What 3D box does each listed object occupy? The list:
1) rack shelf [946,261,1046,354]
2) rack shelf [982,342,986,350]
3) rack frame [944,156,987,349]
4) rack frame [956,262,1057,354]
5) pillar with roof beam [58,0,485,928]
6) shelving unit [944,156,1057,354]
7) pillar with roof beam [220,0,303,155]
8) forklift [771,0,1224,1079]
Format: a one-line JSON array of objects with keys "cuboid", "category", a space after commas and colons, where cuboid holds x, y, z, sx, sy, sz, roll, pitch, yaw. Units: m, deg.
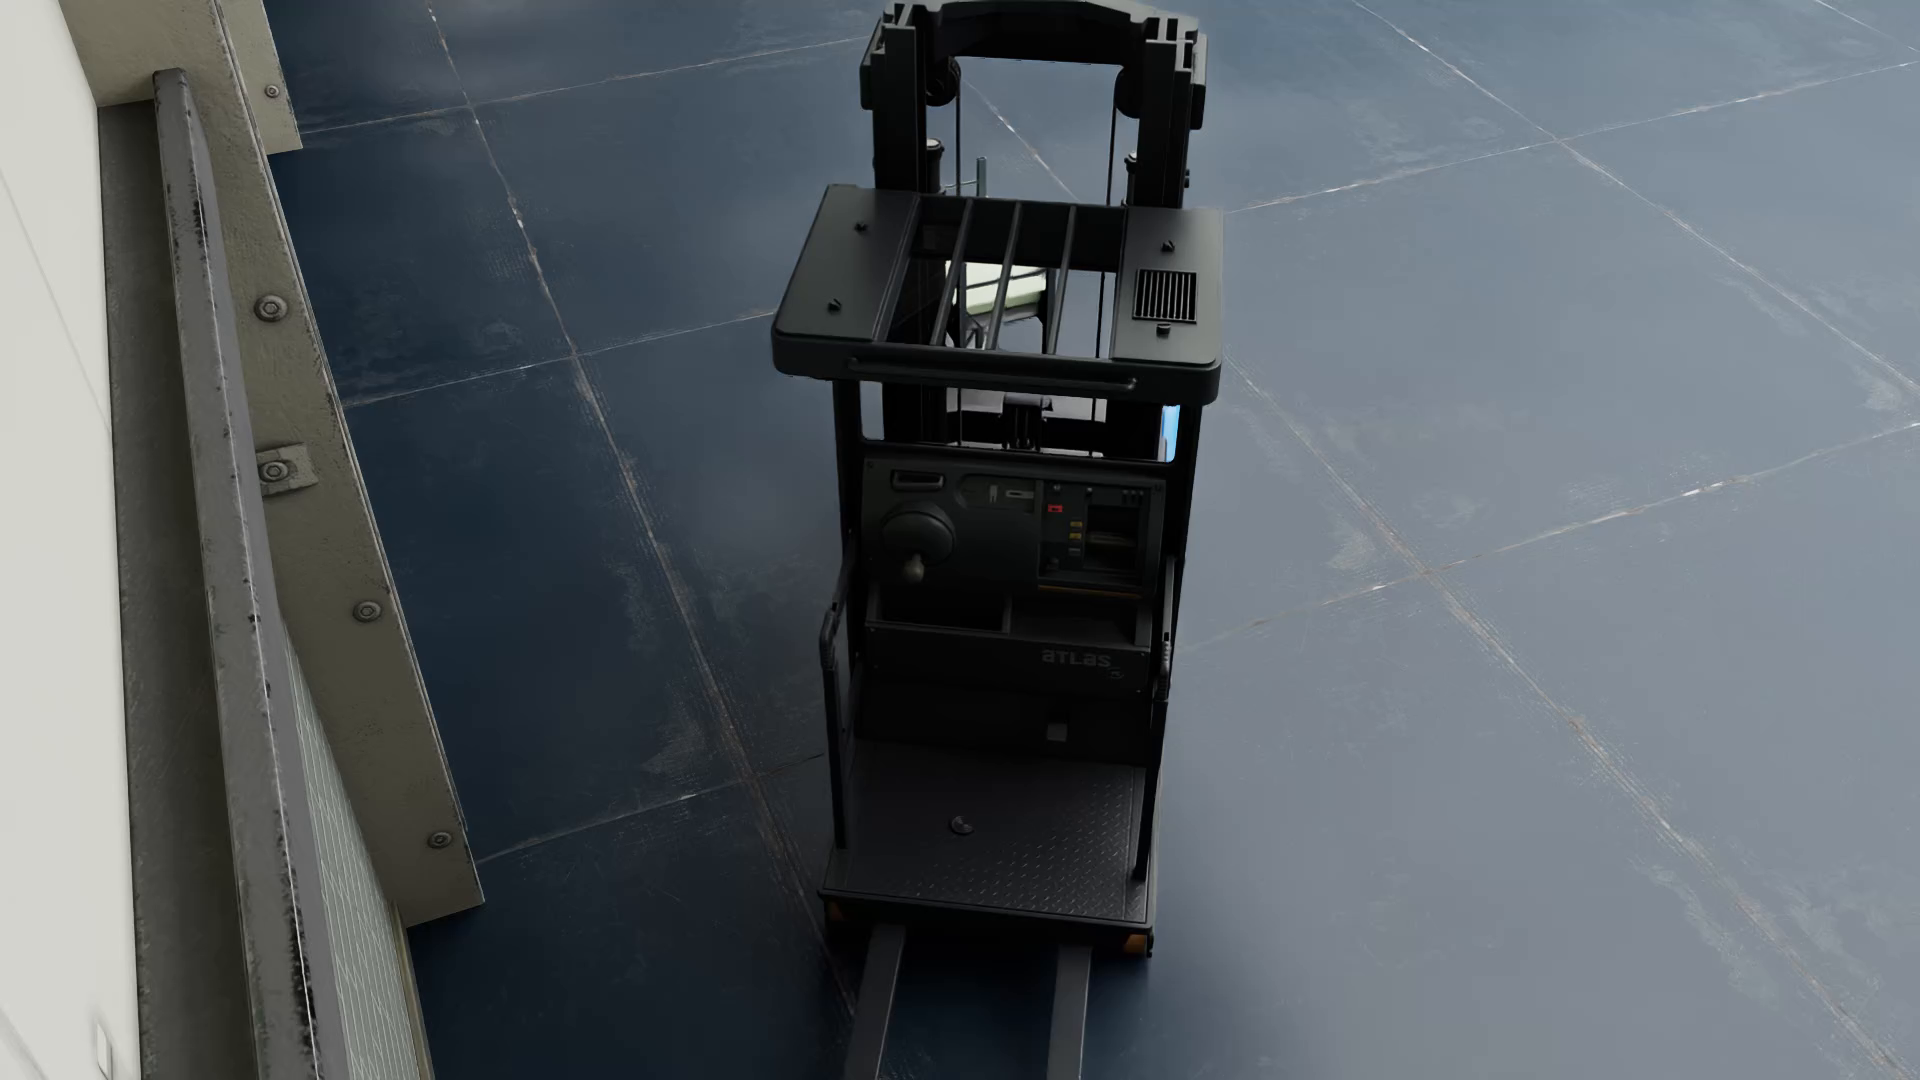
[{"cuboid": [0.047, -1.012, 6.678, 0.431, 0.370, 0.720, -14, 43, -16], "category": "rack shelf"}, {"cuboid": [0.047, -0.469, 7.146, 0.431, 0.370, 0.720, -14, 43, -16], "category": "rack shelf"}, {"cuboid": [-0.082, -0.940, 7.193, 0.400, 1.500, 0.023, -14, 43, -16], "category": "rack frame"}, {"cuboid": [0.176, -0.493, 6.673, 0.400, 1.500, 0.023, -14, 43, -16], "category": "rack frame"}, {"cuboid": [2.107, -3.305, 4.191, 9.100, 9.000, 0.400, -15, 43, -17], "category": "pillar with roof beam"}, {"cuboid": [0.047, -0.717, 6.933, 0.431, 1.500, 0.755, -14, 43, -16], "category": "shelving unit"}, {"cuboid": [-0.188, -6.919, 8.394, 9.100, 9.000, 0.400, -15, 43, -17], "category": "pillar with roof beam"}, {"cuboid": [0.134, 0.039, 4.957, 1.130, 2.935, 3.031, 5, 41, 6], "category": "forklift"}]
